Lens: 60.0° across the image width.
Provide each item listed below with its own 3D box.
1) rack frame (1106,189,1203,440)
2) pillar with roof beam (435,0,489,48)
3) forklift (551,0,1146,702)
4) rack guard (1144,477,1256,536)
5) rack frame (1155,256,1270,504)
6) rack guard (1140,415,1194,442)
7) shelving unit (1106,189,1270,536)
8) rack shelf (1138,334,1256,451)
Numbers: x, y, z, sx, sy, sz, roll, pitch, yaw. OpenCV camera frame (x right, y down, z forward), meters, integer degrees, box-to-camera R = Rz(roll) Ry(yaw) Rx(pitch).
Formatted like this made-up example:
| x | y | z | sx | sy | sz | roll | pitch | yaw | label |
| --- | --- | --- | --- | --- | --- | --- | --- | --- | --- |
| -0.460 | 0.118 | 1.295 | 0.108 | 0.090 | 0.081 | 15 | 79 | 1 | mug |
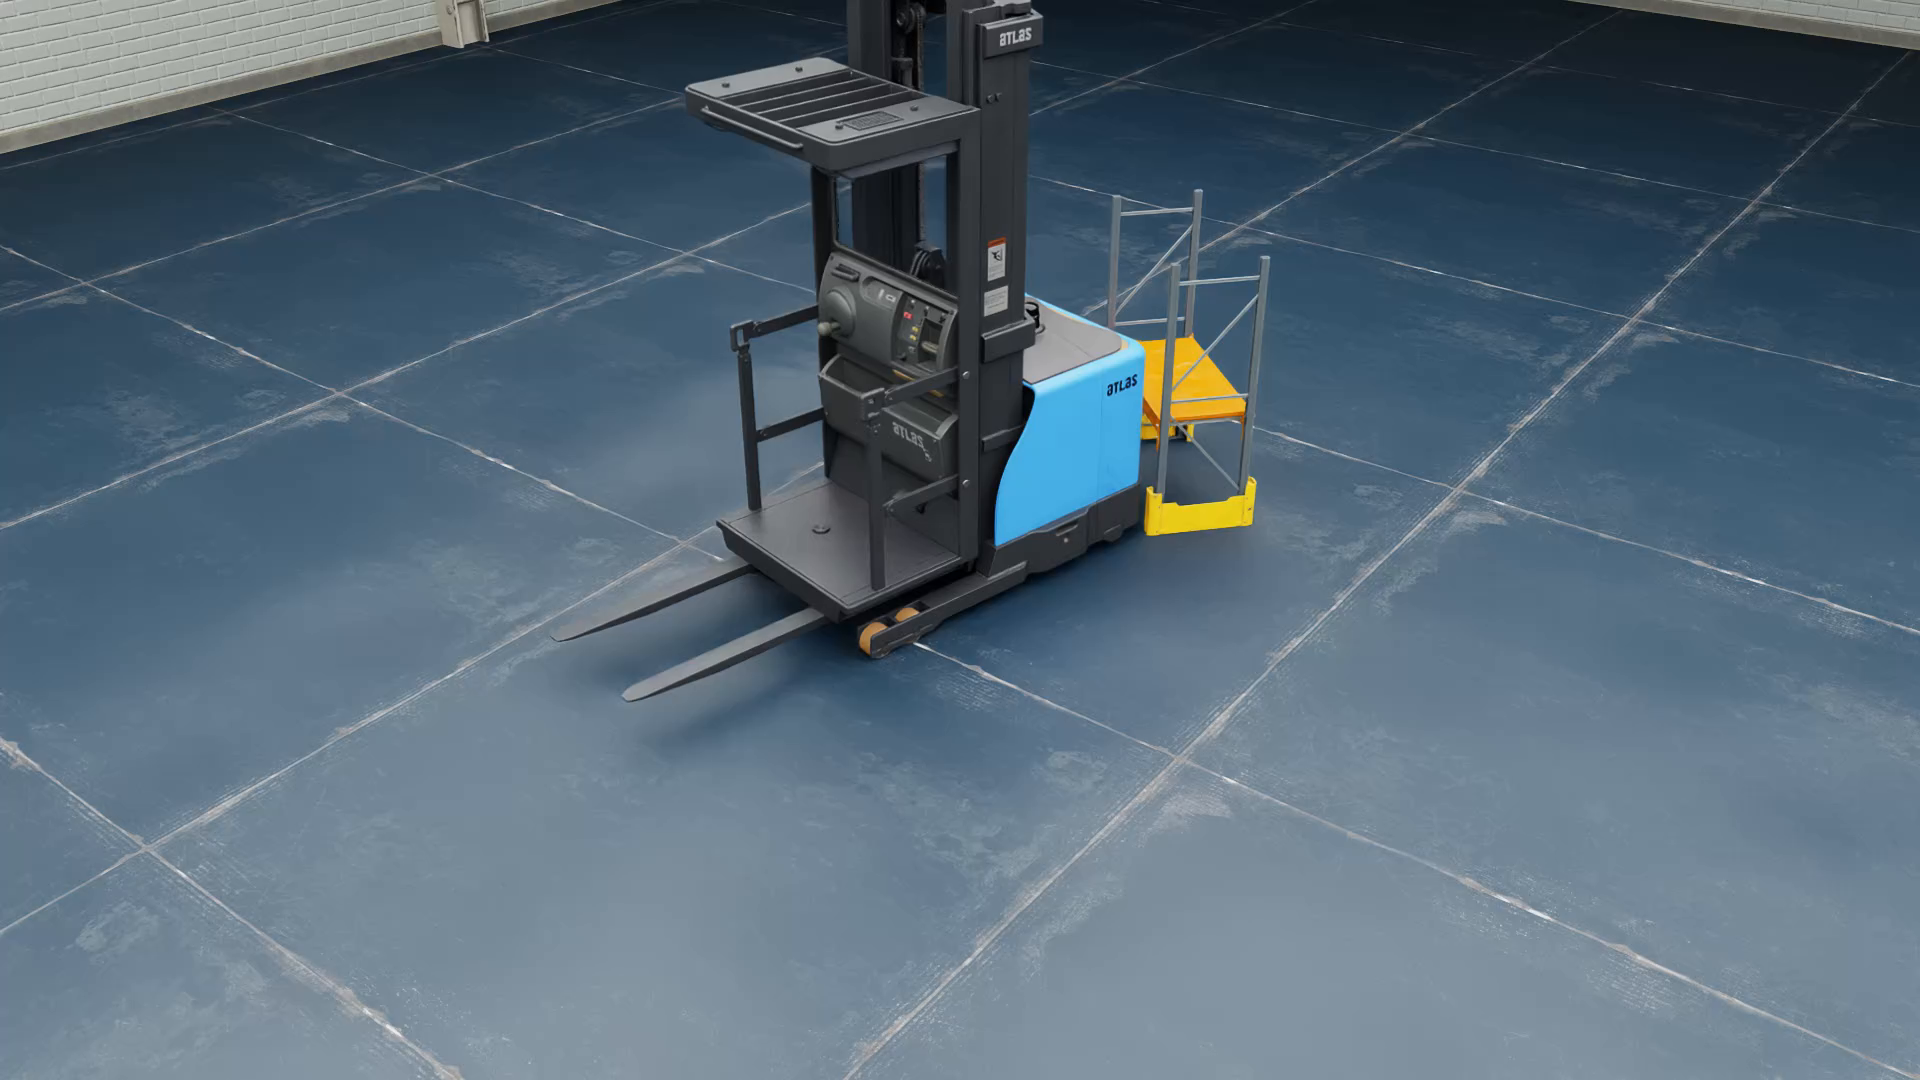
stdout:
| x | y | z | sx | sy | sz | roll | pitch | yaw | label |
| --- | --- | --- | --- | --- | --- | --- | --- | --- | --- |
| 1.066 | -1.224 | 9.345 | 0.500 | 1.500 | 0.032 | -6 | 31 | -10 | rack frame |
| -1.823 | -7.836 | 13.146 | 9.100 | 9.000 | 0.400 | 21 | 37 | 31 | pillar with roof beam |
| -0.501 | -1.008 | 7.576 | 3.031 | 2.935 | 1.130 | -24 | 38 | -34 | forklift |
| 1.271 | -0.180 | 8.808 | 0.587 | 0.250 | 0.087 | -6 | 31 | -10 | rack guard |
| 1.271 | -0.717 | 8.488 | 0.500 | 1.500 | 0.032 | -6 | 31 | -10 | rack frame |
| 1.070 | -0.677 | 9.647 | 0.587 | 0.250 | 0.087 | -6 | 31 | -10 | rack guard |
| 1.170 | -0.966 | 8.909 | 0.587 | 1.500 | 1.083 | -6 | 31 | -10 | shelving unit |
| 1.169 | -0.816 | 9.008 | 0.538 | 0.185 | 1.000 | -6 | 31 | -10 | rack shelf |
